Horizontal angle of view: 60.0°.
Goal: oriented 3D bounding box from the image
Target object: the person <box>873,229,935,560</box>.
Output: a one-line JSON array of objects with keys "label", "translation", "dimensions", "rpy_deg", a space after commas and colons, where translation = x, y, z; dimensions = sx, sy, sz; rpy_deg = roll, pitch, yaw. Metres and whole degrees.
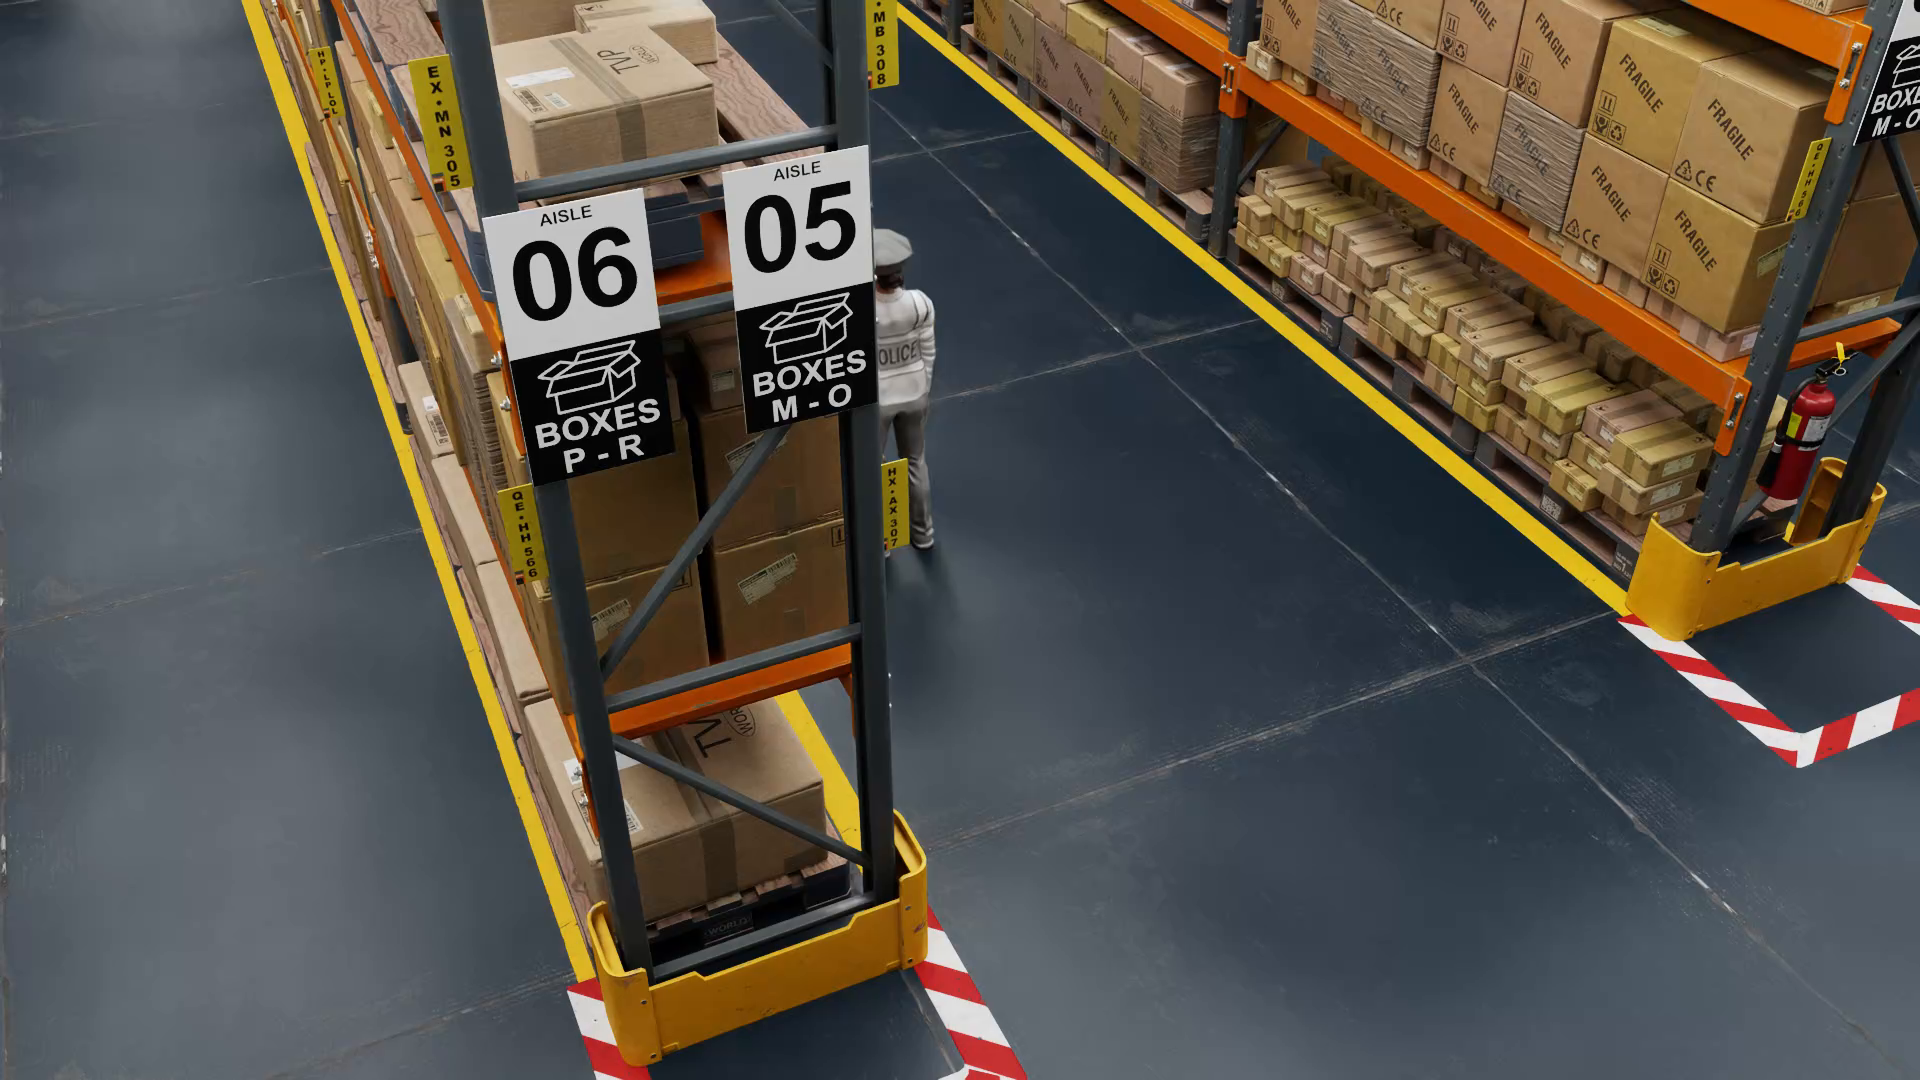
[{"label": "person", "translation": [-0.348, -0.651, 7.703], "dimensions": [0.468, 1.666, 0.329], "rpy_deg": [-15, 40, -19]}]
